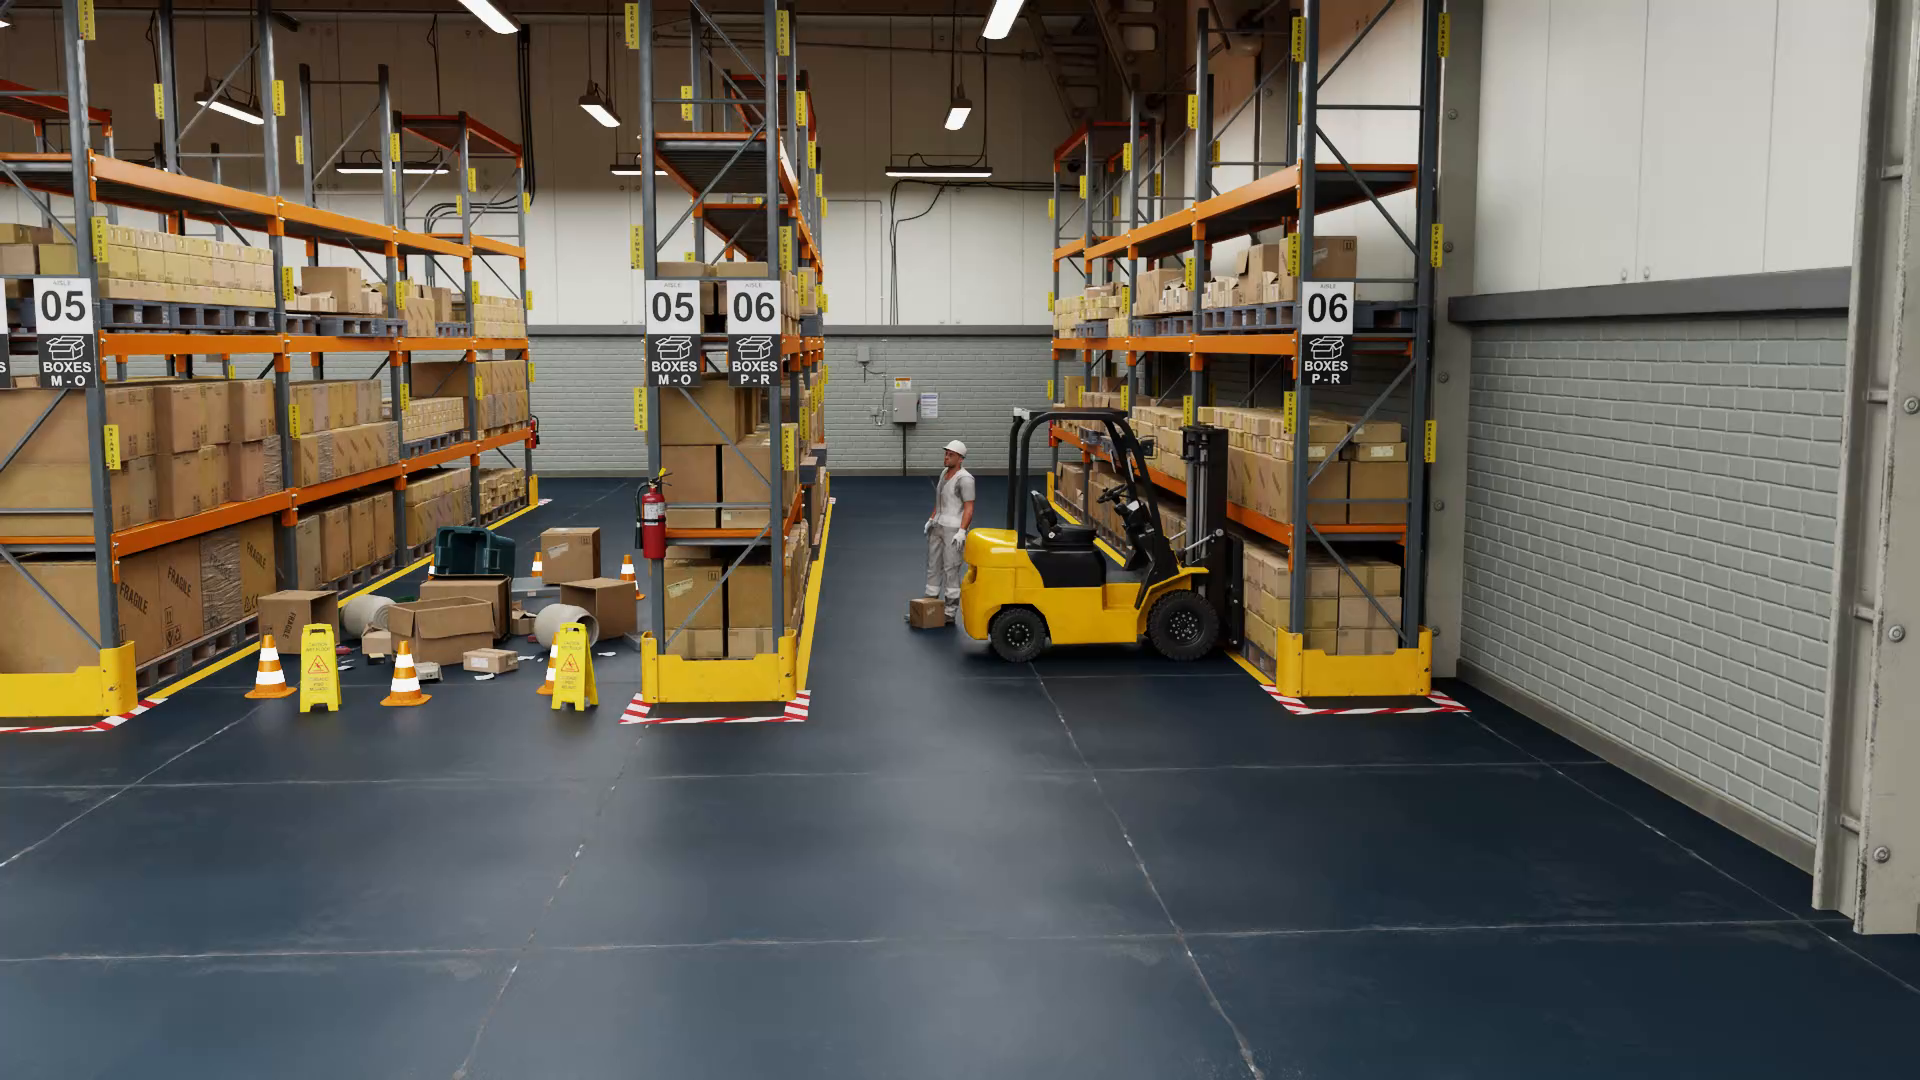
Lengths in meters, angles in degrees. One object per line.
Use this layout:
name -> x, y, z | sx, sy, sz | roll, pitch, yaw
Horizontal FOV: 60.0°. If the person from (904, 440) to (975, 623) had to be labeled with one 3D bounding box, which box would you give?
person -> -0.177, -0.078, 16.209 | 0.563, 1.789, 0.638 | -4, 8, -33
